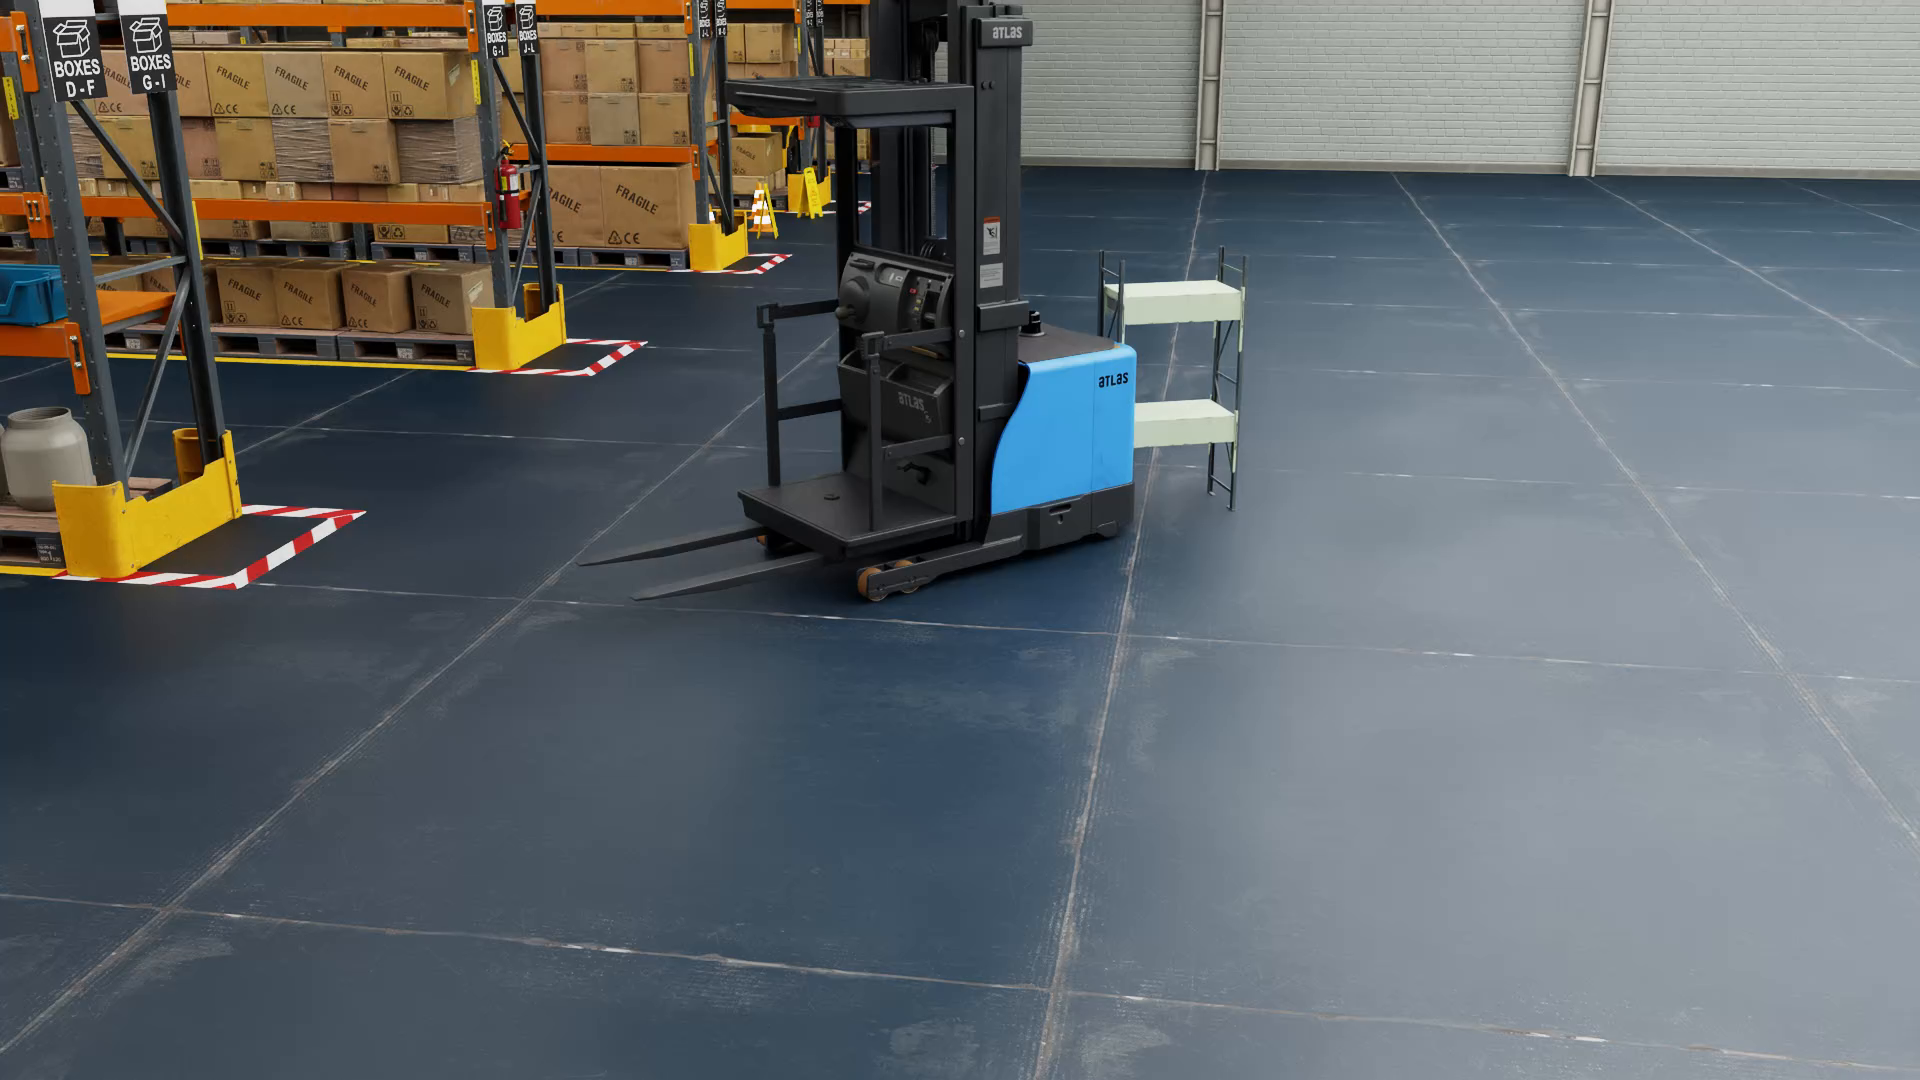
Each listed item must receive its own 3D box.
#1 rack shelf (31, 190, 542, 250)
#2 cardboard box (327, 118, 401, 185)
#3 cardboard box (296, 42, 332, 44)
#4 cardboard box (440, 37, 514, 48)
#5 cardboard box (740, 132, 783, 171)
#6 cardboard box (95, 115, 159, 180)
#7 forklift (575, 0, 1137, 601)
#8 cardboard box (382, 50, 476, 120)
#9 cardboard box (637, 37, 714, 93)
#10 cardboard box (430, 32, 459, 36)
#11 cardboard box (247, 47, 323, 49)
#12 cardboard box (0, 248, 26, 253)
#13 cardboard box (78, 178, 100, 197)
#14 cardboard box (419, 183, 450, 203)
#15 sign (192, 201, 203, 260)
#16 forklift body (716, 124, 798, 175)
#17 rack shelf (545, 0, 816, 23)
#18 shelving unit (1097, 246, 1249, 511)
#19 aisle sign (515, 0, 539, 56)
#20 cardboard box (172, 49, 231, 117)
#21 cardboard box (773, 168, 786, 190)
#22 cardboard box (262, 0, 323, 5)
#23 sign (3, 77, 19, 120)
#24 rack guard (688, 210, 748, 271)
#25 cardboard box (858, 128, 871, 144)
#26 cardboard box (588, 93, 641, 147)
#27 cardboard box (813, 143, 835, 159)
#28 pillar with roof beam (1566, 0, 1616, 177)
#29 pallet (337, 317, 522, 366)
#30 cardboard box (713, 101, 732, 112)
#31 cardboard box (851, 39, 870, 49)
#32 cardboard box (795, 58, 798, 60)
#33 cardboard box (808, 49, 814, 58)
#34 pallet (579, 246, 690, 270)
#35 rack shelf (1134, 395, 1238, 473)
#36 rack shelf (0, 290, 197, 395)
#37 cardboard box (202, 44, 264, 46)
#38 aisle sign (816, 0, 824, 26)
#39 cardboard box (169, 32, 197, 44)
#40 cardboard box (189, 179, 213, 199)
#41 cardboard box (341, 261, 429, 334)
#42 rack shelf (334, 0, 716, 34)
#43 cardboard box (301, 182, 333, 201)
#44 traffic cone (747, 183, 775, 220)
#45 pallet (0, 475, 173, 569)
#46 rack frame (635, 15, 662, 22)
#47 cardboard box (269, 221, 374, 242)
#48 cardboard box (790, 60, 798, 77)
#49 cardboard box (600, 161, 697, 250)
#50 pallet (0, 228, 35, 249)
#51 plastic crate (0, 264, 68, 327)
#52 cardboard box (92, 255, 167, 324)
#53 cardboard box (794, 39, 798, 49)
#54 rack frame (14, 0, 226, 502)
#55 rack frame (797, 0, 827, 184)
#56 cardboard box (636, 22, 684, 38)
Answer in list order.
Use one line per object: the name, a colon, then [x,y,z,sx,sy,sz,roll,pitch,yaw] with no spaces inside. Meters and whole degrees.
rack shelf: [-5.564,-2.731,13.873,4.000,0.370,1.077,3,19,9]
cardboard box: [-4.641,-3.184,13.466,0.500,0.500,0.875,3,19,9]
cardboard box: [-8.993,-6.748,23.454,0.500,0.500,0.500,4,19,11]
cardboard box: [-5.221,-5.214,18.222,0.550,0.550,0.875,3,19,9]
cardboard box: [-2.794,-5.456,23.371,0.500,0.500,0.500,2,19,7]
cardboard box: [-6.616,-3.283,13.763,0.500,0.500,0.875,3,19,9]
forklift: [-0.503,-1.271,8.483,3.031,2.935,1.130,-13,23,-35]
cardboard box: [-4.172,-3.585,13.087,0.500,0.500,0.500,3,19,9]
cardboard box: [-3.063,-5.135,17.984,0.550,0.550,0.875,3,19,9]
cardboard box: [-7.141,-6.956,23.055,0.250,0.149,0.380,2,19,7]
cardboard box: [-5.570,-3.823,13.799,0.500,0.500,0.500,3,19,9]
cardboard box: [-8.610,-2.264,14.588,0.500,0.500,0.700,3,19,8]
cardboard box: [-7.129,-2.932,13.736,0.250,0.149,0.380,3,19,9]
cardboard box: [-4.150,-2.815,13.385,0.250,0.149,0.380,3,19,9]
sign: [-4.283,-1.724,9.291,0.005,0.325,0.100,3,19,9]
forklift body: [-3.396,-6.753,26.097,1.214,2.155,2.313,3,19,9]
rack shelf: [-3.992,-7.259,22.676,4.000,0.370,1.077,3,19,9]
shelving unit: [1.212,-0.918,9.682,0.755,1.500,0.431,-4,19,-12]
aisle sign: [-3.481,-4.296,13.317,0.004,0.787,0.394,3,19,9]
cardboard box: [-6.147,-3.684,13.383,0.500,0.500,0.500,3,19,9]
cardboard box: [-2.770,-5.099,23.487,0.500,0.250,0.500,3,19,8]
cardboard box: [-5.104,-4.321,12.998,0.500,0.250,0.500,3,19,10]
sign: [-7.623,-3.548,13.356,0.005,0.325,0.100,3,19,9]
rack guard: [-2.679,-3.334,18.480,0.348,0.500,1.175,3,19,9]
cardboard box: [-1.764,-6.691,27.456,0.500,0.250,0.500,3,19,8]
cardboard box: [-3.623,-4.617,18.139,0.550,0.550,0.875,3,19,9]
cardboard box: [-2.237,-6.480,27.613,0.500,0.250,0.500,3,19,9]
pillar with roof beam: [9.387,-8.842,21.546,0.400,9.000,9.100,3,19,9]
pallet: [-4.461,-1.705,14.067,1.213,0.211,1.003,3,19,9]
cardboard box: [-3.197,-5.910,22.636,0.250,0.149,0.380,3,19,10]
cardboard box: [-1.621,-8.080,27.075,0.250,0.149,0.380,3,19,9]
cardboard box: [-2.778,-7.676,27.361,0.500,0.500,0.500,3,19,8]
cardboard box: [-2.367,-7.968,27.211,0.250,0.149,0.380,3,19,8]
pallet: [-3.505,-3.214,18.576,1.213,0.211,1.003,3,19,9]
rack shelf: [1.212,-0.608,9.785,0.720,0.370,0.431,-4,19,-12]
rack shelf: [-6.350,-1.180,9.235,4.000,0.370,1.077,3,19,9]
cardboard box: [-8.150,-5.318,18.735,0.500,0.500,0.700,3,19,9]
aisle sign: [-1.907,-7.403,22.605,0.004,0.787,0.394,3,19,9]
cardboard box: [-10.976,-6.968,23.668,0.500,0.500,0.500,3,19,10]
cardboard box: [-6.136,-2.894,13.620,0.250,0.149,0.380,3,19,9]
cardboard box: [-4.799,-2.042,13.955,0.500,0.500,0.500,8,20,23]
rack shelf: [-4.678,-5.703,18.026,4.000,0.370,1.077,3,19,9]
cardboard box: [-5.140,-2.860,13.520,0.250,0.149,0.380,3,19,9]
traffic cone: [-2.647,-4.491,21.996,0.334,0.463,0.336,3,19,9]
pallet: [-5.259,-0.129,9.357,1.213,0.211,1.003,3,19,9]
rack frame: [-5.183,-7.833,27.987,0.127,3.000,1.000,3,19,9]
cardboard box: [-7.279,-3.857,18.988,0.750,0.750,1.050,3,19,8]
cardboard box: [-2.441,-6.376,23.005,0.500,0.500,0.500,3,19,8]
cardboard box: [-3.383,-3.726,18.397,0.875,0.875,0.875,3,19,9]
pallet: [-11.373,-3.641,19.851,1.213,0.211,1.003,3,19,9]
plastic crate: [-4.917,-1.281,8.639,0.616,0.251,0.499,3,19,9]
cardboard box: [-7.150,-2.154,14.292,0.500,0.500,0.500,2,19,7]
cardboard box: [-2.641,-8.101,27.140,0.250,0.149,0.380,3,19,10]
rack frame: [-4.375,-1.420,8.820,0.127,3.000,1.000,3,19,9]
rack frame: [-2.018,-6.077,22.737,0.127,3.000,1.000,3,19,9]
cardboard box: [-4.045,-6.786,22.656,0.500,0.500,0.700,3,19,8]
